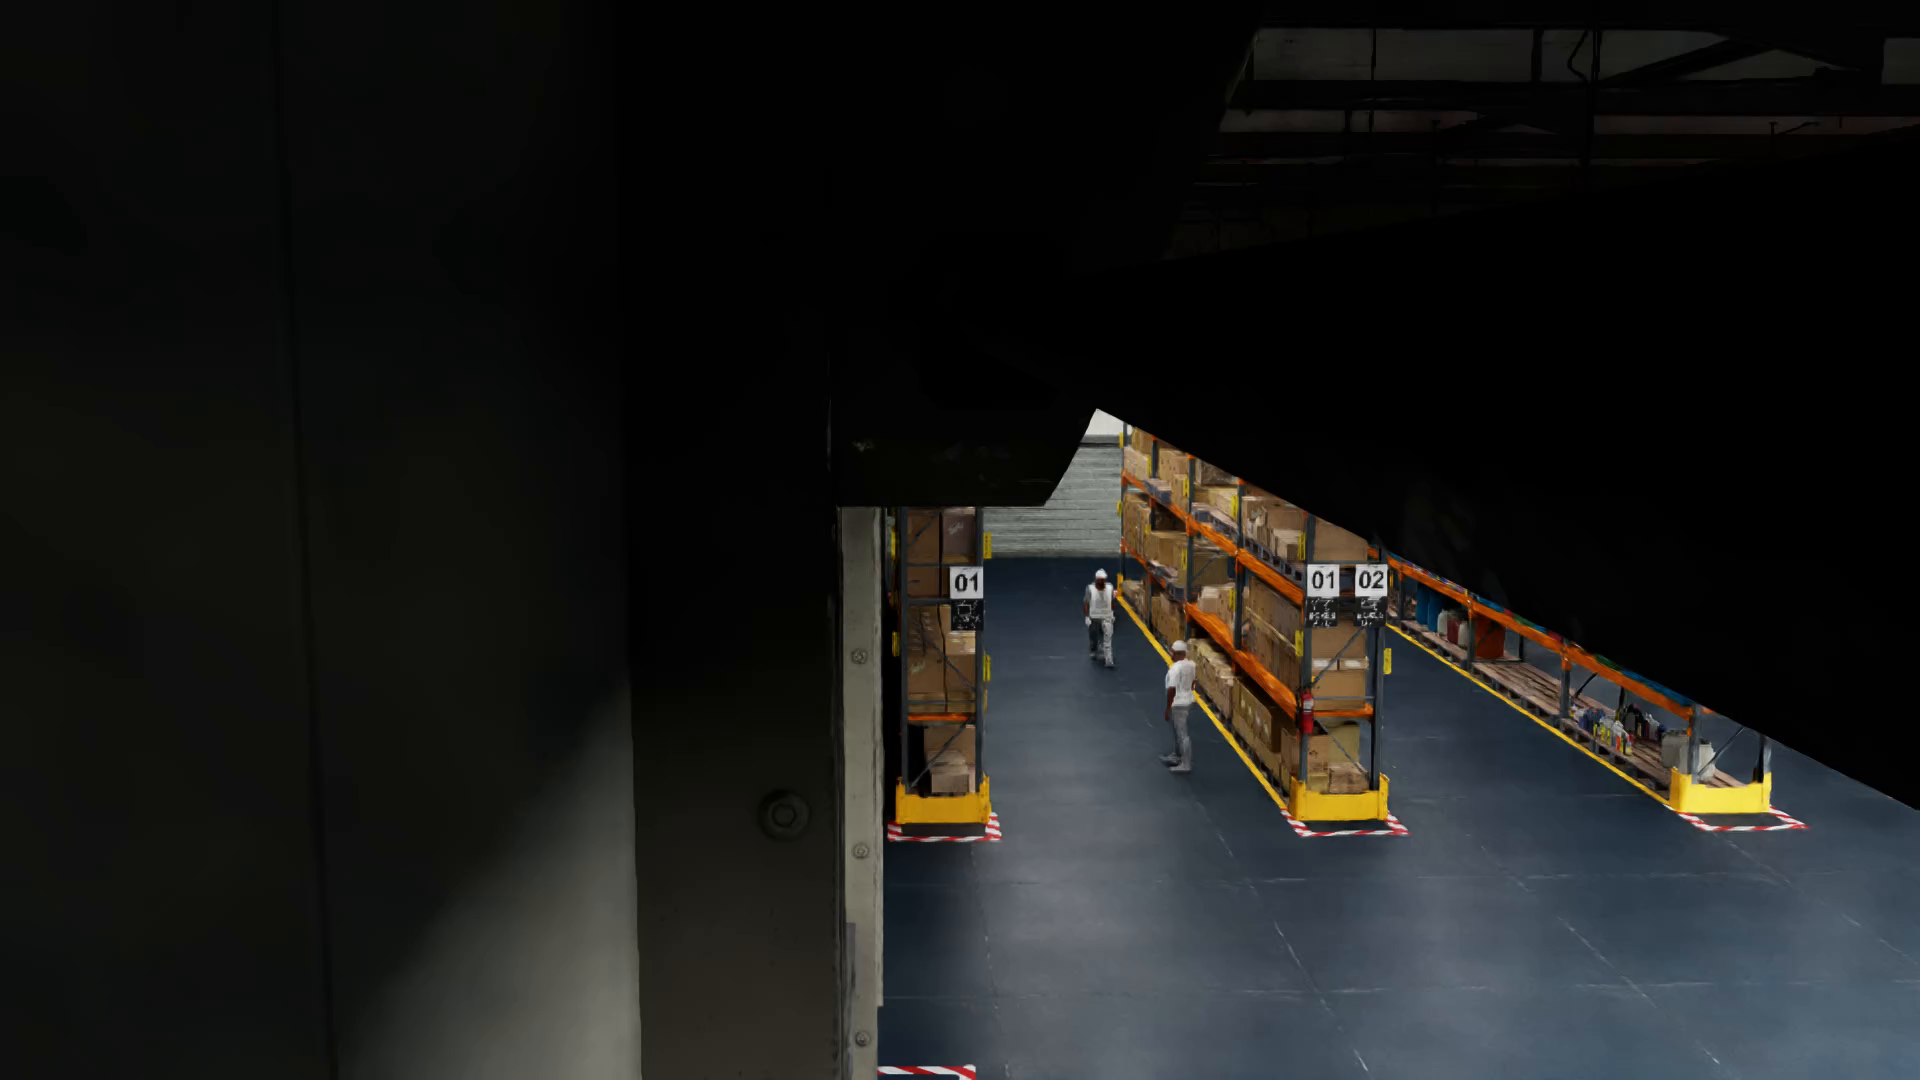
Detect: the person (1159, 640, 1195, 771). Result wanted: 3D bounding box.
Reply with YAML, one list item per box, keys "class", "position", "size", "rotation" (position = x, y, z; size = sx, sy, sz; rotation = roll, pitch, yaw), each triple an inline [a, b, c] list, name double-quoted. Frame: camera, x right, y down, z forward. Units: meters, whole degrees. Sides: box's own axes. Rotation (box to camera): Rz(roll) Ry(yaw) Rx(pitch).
- class: "person"
  position: [2.985, 2.242, 22.851]
  size: [0.580, 1.763, 0.673]
  rotation: [5, 9, 30]

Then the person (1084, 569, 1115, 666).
- class: "person"
  position: [2.478, 1.343, 29.454]
  size: [0.566, 1.706, 1.122]
  rotation: [0, 8, 0]

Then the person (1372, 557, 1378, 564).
- class: "person"
  position: [10.235, -0.224, 40.551]
  size: [0.567, 1.736, 1.044]
  rotation: [0, 8, -3]
